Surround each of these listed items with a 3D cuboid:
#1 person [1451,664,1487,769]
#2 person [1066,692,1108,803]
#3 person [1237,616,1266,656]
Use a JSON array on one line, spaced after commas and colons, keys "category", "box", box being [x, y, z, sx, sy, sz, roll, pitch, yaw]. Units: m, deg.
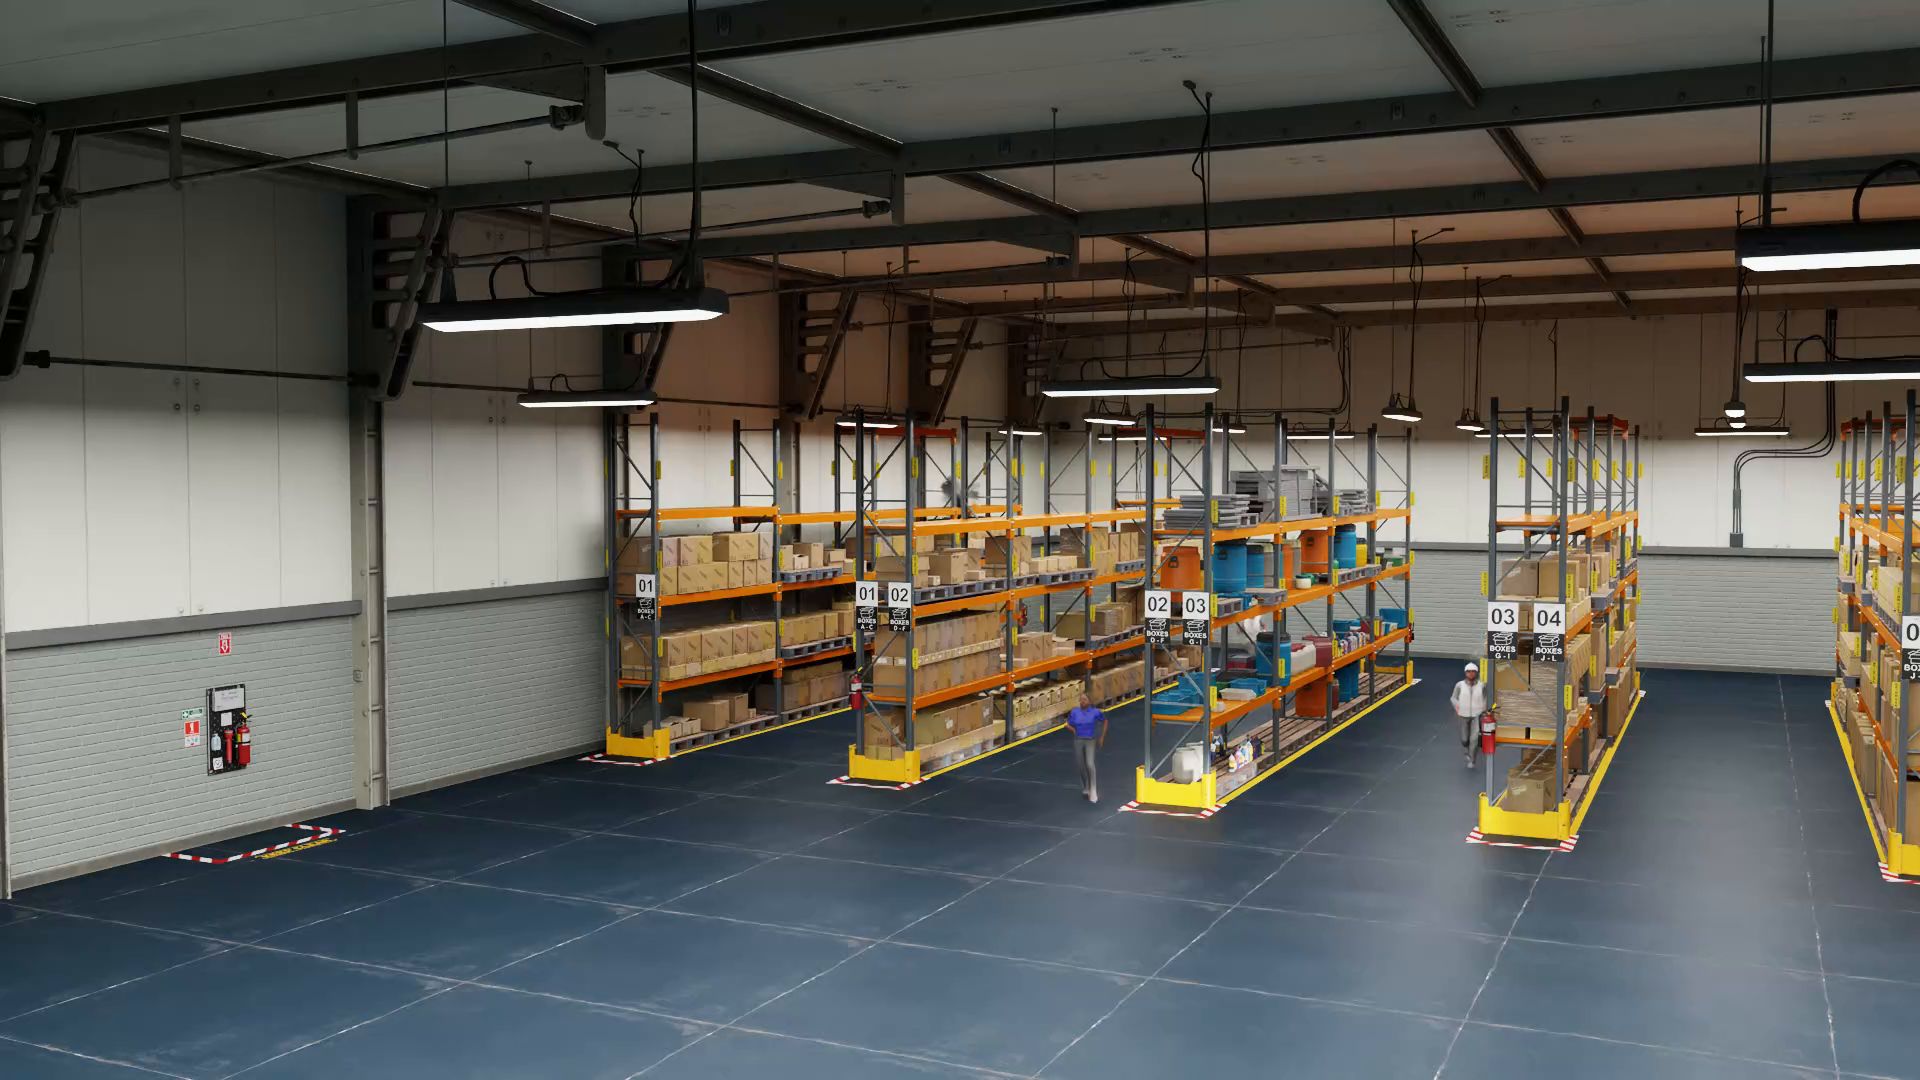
[{"category": "person", "box": [8.645, 2.958, 28.120, 0.669, 1.745, 0.737, 1, 3, 17]}, {"category": "person", "box": [1.911, 3.127, 25.257, 0.603, 1.656, 0.769, 1, 3, 18]}, {"category": "person", "box": [7.054, 2.448, 40.226, 0.725, 1.735, 0.887, 0, 2, 4]}]
